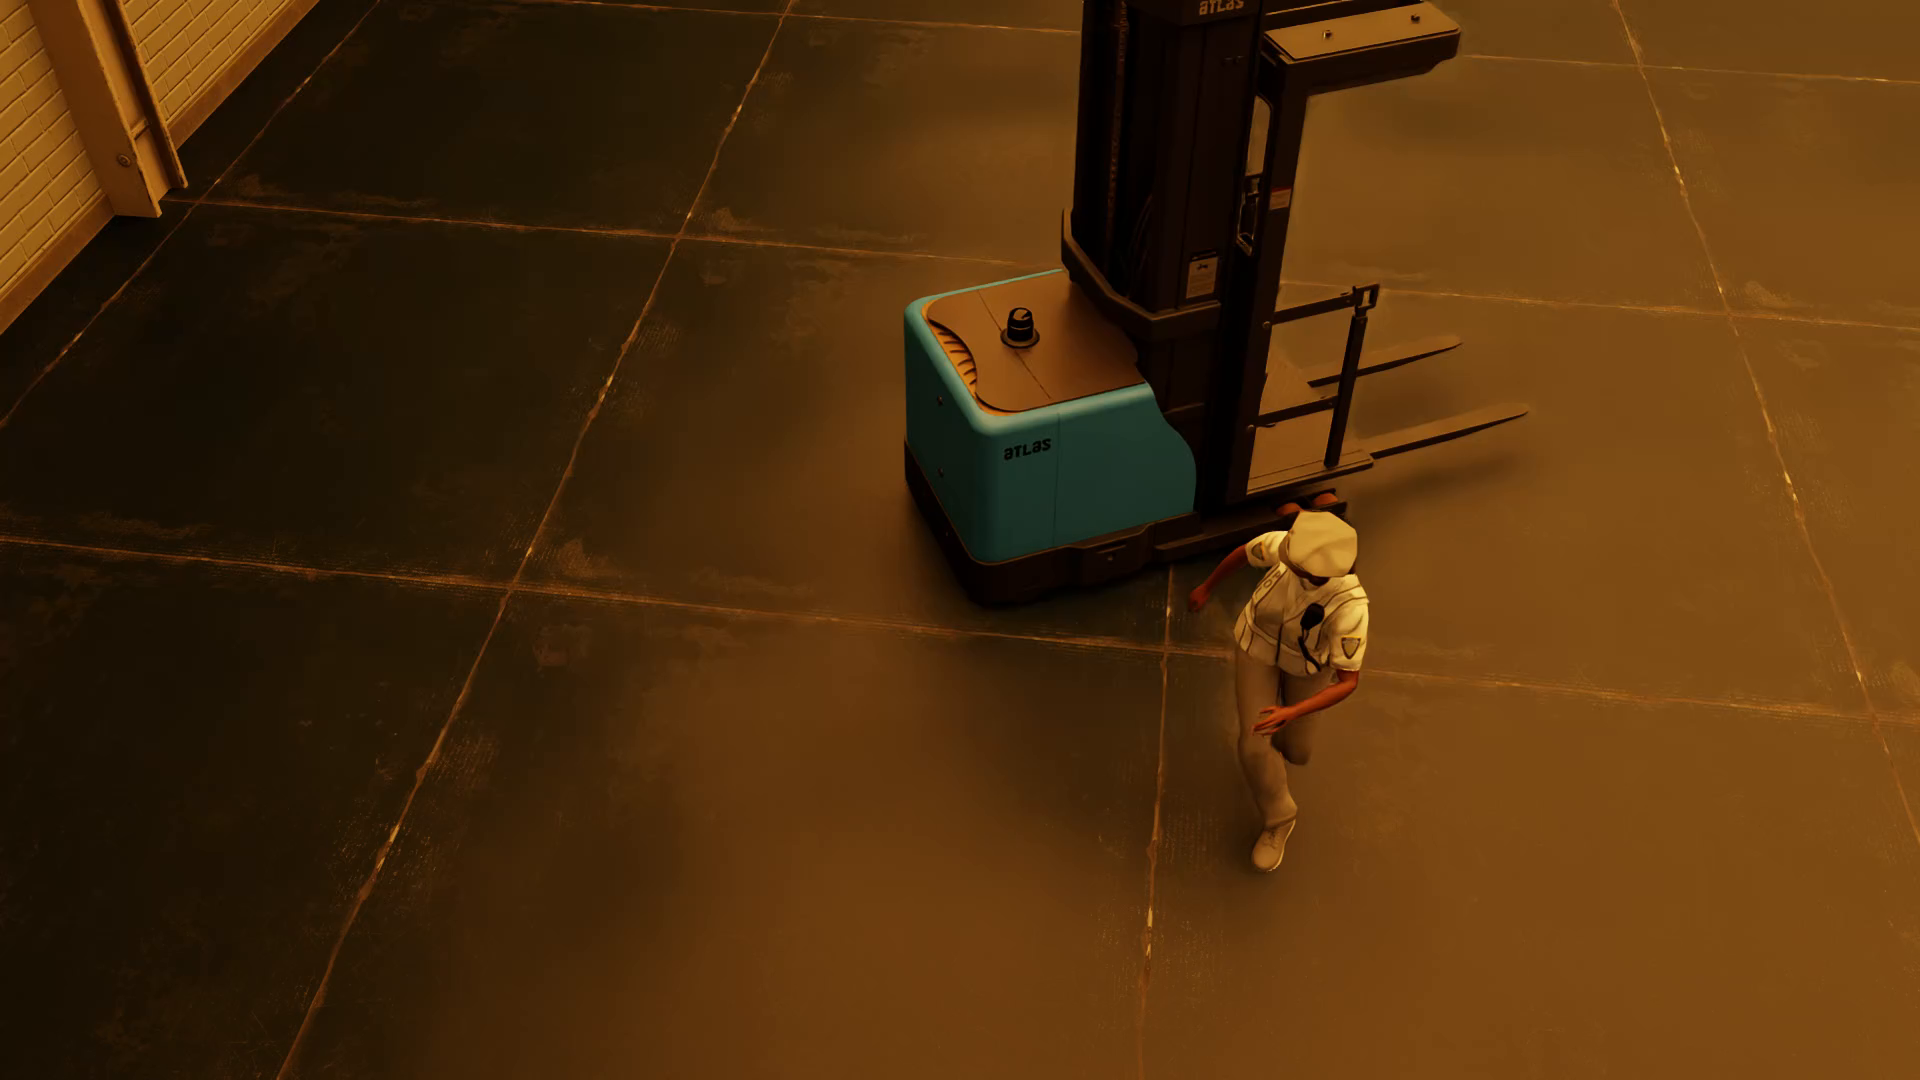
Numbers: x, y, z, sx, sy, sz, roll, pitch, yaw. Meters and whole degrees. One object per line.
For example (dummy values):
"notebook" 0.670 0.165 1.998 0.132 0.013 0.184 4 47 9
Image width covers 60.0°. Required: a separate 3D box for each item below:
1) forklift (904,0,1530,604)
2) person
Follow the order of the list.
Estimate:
"forklift" 1.304 -1.412 7.262 3.031 2.935 1.130 -14 44 -15
"person" 1.126 0.491 6.237 0.725 1.562 0.794 16 45 17
